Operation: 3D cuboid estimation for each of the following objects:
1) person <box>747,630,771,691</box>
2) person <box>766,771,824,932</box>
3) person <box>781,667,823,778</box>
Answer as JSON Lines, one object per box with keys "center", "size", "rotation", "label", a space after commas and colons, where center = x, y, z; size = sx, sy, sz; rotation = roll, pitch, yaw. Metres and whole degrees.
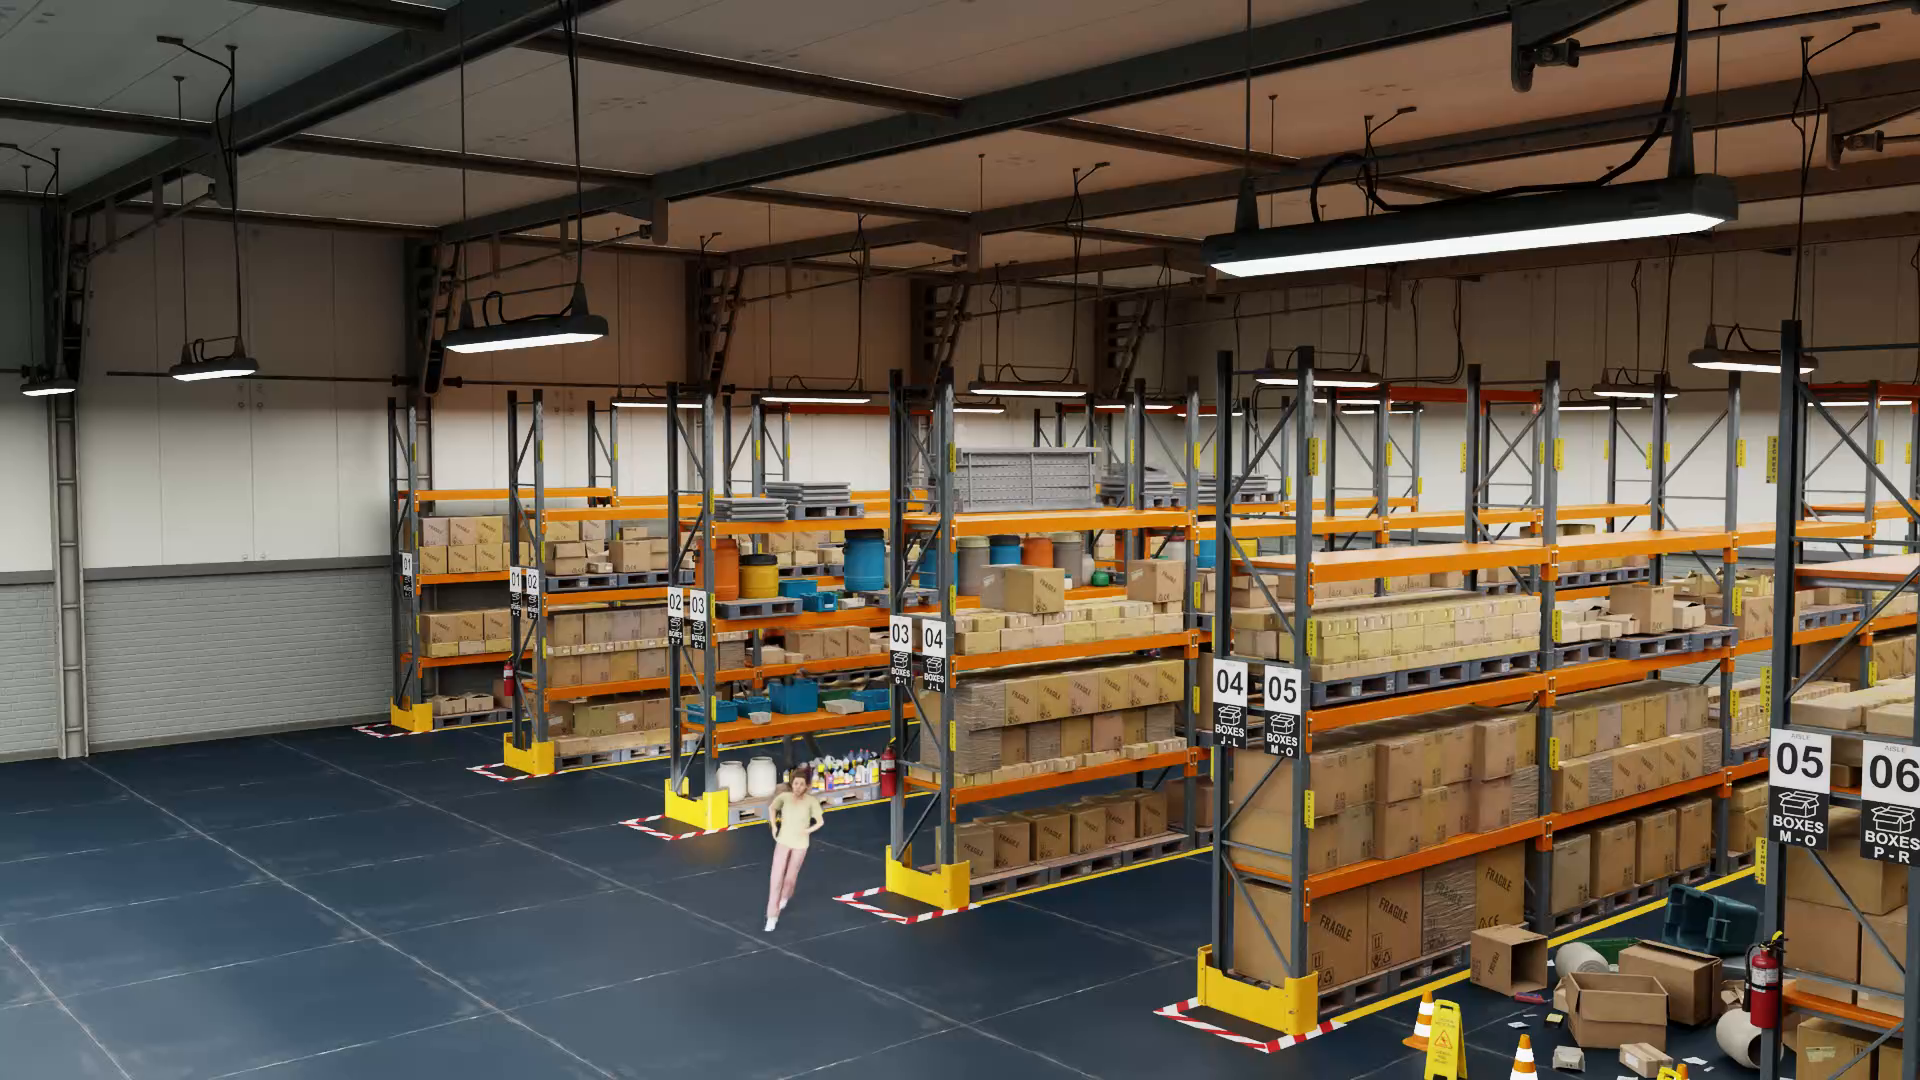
{"center": [-3.725, 2.516, 31.037], "size": [0.612, 1.671, 0.657], "rotation": [-3, 4, -41], "label": "person"}
{"center": [-1.775, 3.305, 17.981], "size": [0.615, 1.639, 0.929], "rotation": [0, 3, 1], "label": "person"}
{"center": [-2.466, 2.827, 25.877], "size": [0.547, 1.718, 0.777], "rotation": [3, 4, 37], "label": "person"}
